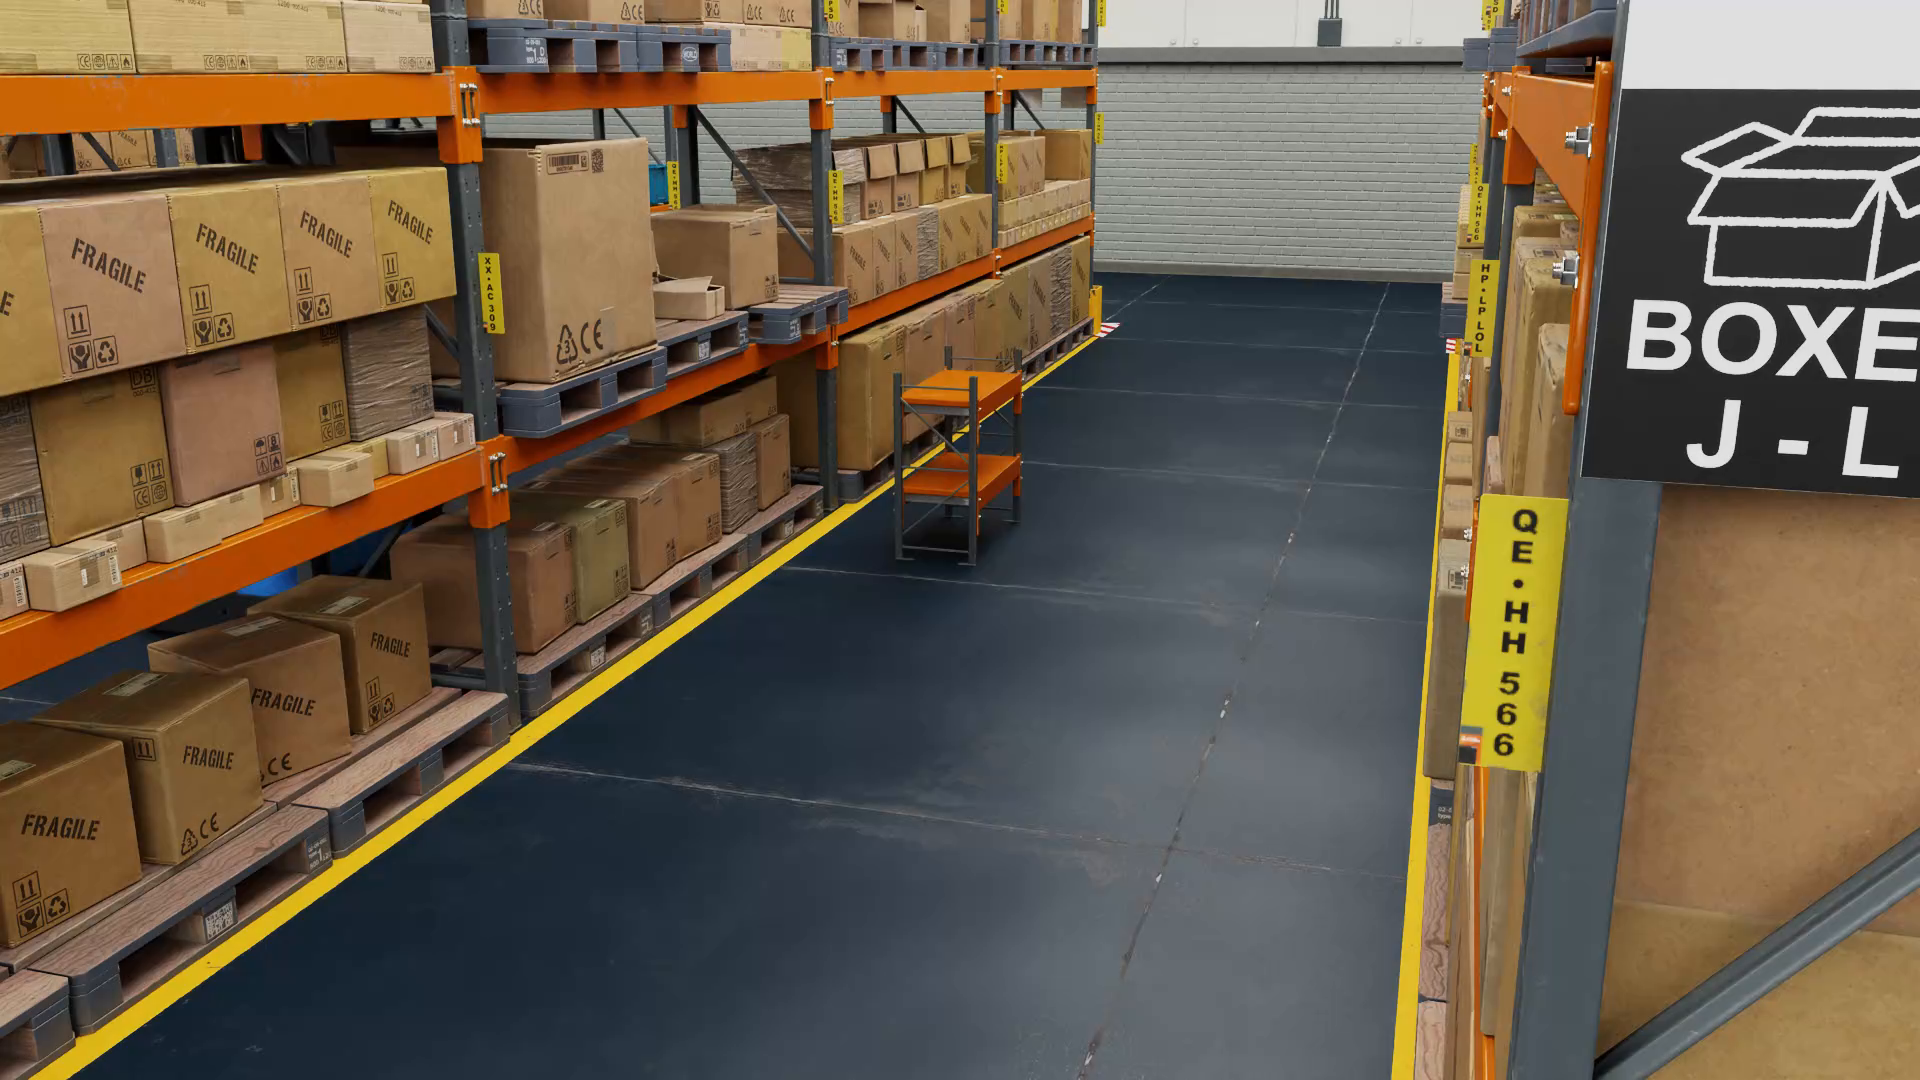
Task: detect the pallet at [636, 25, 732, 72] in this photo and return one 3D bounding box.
[{"bbox_3d":[-1.873,-2.410,8.175,1.213,0.211,1.003,5,16,16],"label":"pallet"}]

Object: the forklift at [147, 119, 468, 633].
[{"bbox_3d":[-3.358,-1.254,9.378,1.130,2.935,3.031,5,17,16],"label":"forklift"}]

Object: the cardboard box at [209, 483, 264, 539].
[{"bbox_3d":[-2.624,-0.109,5.677,0.380,0.149,0.250,5,16,16],"label":"cardboard box"}]

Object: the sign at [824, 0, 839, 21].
[{"bbox_3d":[-0.786,-3.328,10.120,0.100,0.325,0.005,5,16,16],"label":"sign"}]

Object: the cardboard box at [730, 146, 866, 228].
[{"bbox_3d":[-1.082,-2.399,11.270,0.797,0.503,0.637,5,17,18],"label":"cardboard box"}]

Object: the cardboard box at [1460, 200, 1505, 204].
[{"bbox_3d":[3.565,-2.205,11.206,0.380,0.149,0.250,5,17,18],"label":"cardboard box"}]

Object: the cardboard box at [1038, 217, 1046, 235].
[{"bbox_3d":[0.602,-2.995,15.852,0.380,0.149,0.250,5,17,17],"label":"cardboard box"}]

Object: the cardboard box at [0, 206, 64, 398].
[{"bbox_3d":[-2.872,-0.642,4.534,0.500,0.500,0.500,5,16,16],"label":"cardboard box"}]

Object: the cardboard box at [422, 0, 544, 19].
[{"bbox_3d":[-2.214,-2.442,6.986,0.797,0.503,0.637,4,16,13],"label":"cardboard box"}]

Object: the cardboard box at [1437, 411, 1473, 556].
[{"bbox_3d":[3.162,-0.235,9.014,1.050,0.750,0.750,4,16,15],"label":"cardboard box"}]

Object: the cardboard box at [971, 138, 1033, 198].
[{"bbox_3d":[0.360,-3.390,15.141,0.500,0.500,0.500,5,16,16],"label":"cardboard box"}]

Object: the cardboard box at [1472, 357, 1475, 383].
[{"bbox_3d":[2.749,-0.954,8.012,0.500,0.500,0.500,5,16,16],"label":"cardboard box"}]

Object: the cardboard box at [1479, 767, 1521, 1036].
[{"bbox_3d":[1.345,0.507,2.769,0.875,0.550,0.550,5,16,16],"label":"cardboard box"}]

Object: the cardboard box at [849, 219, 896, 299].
[{"bbox_3d":[-0.762,-1.968,11.587,0.500,0.500,0.500,4,16,14],"label":"cardboard box"}]

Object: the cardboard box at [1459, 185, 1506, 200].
[{"bbox_3d":[4.005,-2.614,12.649,0.380,0.149,0.250,6,17,19],"label":"cardboard box"}]

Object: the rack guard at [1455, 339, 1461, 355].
[{"bbox_3d":[5.673,-2.138,16.951,1.175,0.500,0.348,5,16,16],"label":"rack guard"}]

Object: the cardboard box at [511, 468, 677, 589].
[{"bbox_3d":[-1.935,-0.070,8.853,0.700,0.500,0.500,3,16,11],"label":"cardboard box"}]

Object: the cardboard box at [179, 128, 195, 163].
[{"bbox_3d":[-8.824,-4.529,18.786,0.500,0.500,0.500,5,17,18],"label":"cardboard box"}]

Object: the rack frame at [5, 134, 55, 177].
[{"bbox_3d":[-9.666,-3.494,17.152,1.000,3.000,0.127,5,16,16],"label":"rack frame"}]

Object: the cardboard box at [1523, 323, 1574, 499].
[{"bbox_3d":[1.358,-0.011,2.618,0.875,0.550,0.550,5,16,16],"label":"cardboard box"}]

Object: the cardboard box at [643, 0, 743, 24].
[{"bbox_3d":[-1.492,-3.003,8.822,0.500,0.500,0.500,5,17,17],"label":"cardboard box"}]

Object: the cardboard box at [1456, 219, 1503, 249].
[{"bbox_3d":[3.121,-1.799,9.774,0.380,0.149,0.250,4,16,14],"label":"cardboard box"}]

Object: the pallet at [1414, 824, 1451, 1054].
[{"bbox_3d":[1.993,1.313,5.312,1.003,0.211,1.213,5,16,16],"label":"pallet"}]

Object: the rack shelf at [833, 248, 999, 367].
[{"bbox_3d":[-0.737,-1.856,12.693,1.077,0.370,4.000,5,16,16],"label":"rack shelf"}]

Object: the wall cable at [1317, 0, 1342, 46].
[{"bbox_3d":[5.879,-9.417,21.145,2.277,5.999,0.120,5,16,16],"label":"wall cable"}]

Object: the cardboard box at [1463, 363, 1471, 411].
[{"bbox_3d":[3.497,-0.960,10.654,0.500,0.250,0.500,5,17,17],"label":"cardboard box"}]

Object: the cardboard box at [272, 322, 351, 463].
[{"bbox_3d":[-2.805,-0.582,6.157,0.875,0.500,0.500,5,16,16],"label":"cardboard box"}]

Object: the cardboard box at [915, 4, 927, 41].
[{"bbox_3d":[-0.567,-4.047,12.998,0.500,0.311,0.500,4,16,14],"label":"cardboard box"}]

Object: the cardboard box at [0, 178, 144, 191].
[{"bbox_3d":[-3.097,-0.945,5.602,0.500,0.500,0.500,5,16,16],"label":"cardboard box"}]

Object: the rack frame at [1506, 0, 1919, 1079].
[{"bbox_3d":[1.144,0.825,1.923,0.949,2.616,0.053,5,16,16],"label":"rack frame"}]

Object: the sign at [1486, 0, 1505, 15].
[{"bbox_3d":[2.901,-3.002,8.971,0.100,0.325,0.005,5,16,16],"label":"sign"}]

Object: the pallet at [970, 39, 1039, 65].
[{"bbox_3d":[0.074,-4.339,14.794,1.003,0.211,1.213,5,16,16],"label":"pallet"}]

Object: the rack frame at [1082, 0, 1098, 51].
[{"bbox_3d":[0.968,-6.658,17.311,1.000,3.000,0.127,5,16,16],"label":"rack frame"}]

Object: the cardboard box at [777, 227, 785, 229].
[{"bbox_3d":[-1.403,-1.875,11.259,0.500,0.500,0.500,5,17,18],"label":"cardboard box"}]

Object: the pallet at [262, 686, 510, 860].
[{"bbox_3d":[-2.599,0.888,6.812,1.003,0.211,1.213,5,16,16],"label":"pallet"}]

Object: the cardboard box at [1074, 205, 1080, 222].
[{"bbox_3d":[1.037,-3.398,17.272,0.380,0.149,0.250,5,16,16],"label":"cardboard box"}]

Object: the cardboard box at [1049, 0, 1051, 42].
[{"bbox_3d":[0.495,-5.096,16.165,0.700,0.500,0.500,3,16,12],"label":"cardboard box"}]

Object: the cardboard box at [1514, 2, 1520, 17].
[{"bbox_3d":[2.862,-2.585,7.772,0.500,0.250,0.500,5,17,17],"label":"cardboard box"}]

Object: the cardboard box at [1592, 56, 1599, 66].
[{"bbox_3d":[3.838,-2.887,9.332,0.500,0.500,0.500,5,16,16],"label":"cardboard box"}]

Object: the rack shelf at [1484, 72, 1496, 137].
[{"bbox_3d":[3.989,-2.888,10.835,1.077,0.370,4.000,5,16,16],"label":"rack shelf"}]

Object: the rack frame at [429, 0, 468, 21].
[{"bbox_3d":[-2.442,-3.518,6.242,1.000,3.000,0.127,5,16,16],"label":"rack frame"}]

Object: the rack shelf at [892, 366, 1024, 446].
[{"bbox_3d":[0.002,-0.825,10.102,0.538,0.278,1.000,5,16,16],"label":"rack shelf"}]

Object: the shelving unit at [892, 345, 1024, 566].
[{"bbox_3d":[0.002,-0.543,10.182,0.538,1.125,1.048,5,16,16],"label":"shelving unit"}]

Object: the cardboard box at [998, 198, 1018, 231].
[{"bbox_3d":[0.216,-2.899,14.781,0.500,0.250,0.500,4,16,15],"label":"cardboard box"}]

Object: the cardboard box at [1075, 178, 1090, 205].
[{"bbox_3d":[1.084,-3.695,17.590,0.500,0.250,0.500,4,16,15],"label":"cardboard box"}]

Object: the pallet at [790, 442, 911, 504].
[{"bbox_3d":[-1.009,-0.537,11.837,1.003,0.211,1.213,5,16,16],"label":"pallet"}]

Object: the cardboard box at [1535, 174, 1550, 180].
[{"bbox_3d":[3.141,-1.547,8.273,0.700,0.500,0.500,4,16,15],"label":"cardboard box"}]

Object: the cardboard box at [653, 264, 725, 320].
[{"bbox_3d":[-1.521,-1.359,9.099,0.396,0.266,0.258,4,16,14],"label":"cardboard box"}]

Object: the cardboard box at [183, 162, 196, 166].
[{"bbox_3d":[-8.830,-4.053,18.937,0.500,0.500,0.500,4,16,15],"label":"cardboard box"}]

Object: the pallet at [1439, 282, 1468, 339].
[{"bbox_3d":[3.521,-1.370,10.014,1.213,0.211,1.003,5,16,16],"label":"pallet"}]

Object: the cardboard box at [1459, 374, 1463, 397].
[{"bbox_3d":[4.343,-1.273,13.777,0.380,0.149,0.250,5,17,17],"label":"cardboard box"}]
